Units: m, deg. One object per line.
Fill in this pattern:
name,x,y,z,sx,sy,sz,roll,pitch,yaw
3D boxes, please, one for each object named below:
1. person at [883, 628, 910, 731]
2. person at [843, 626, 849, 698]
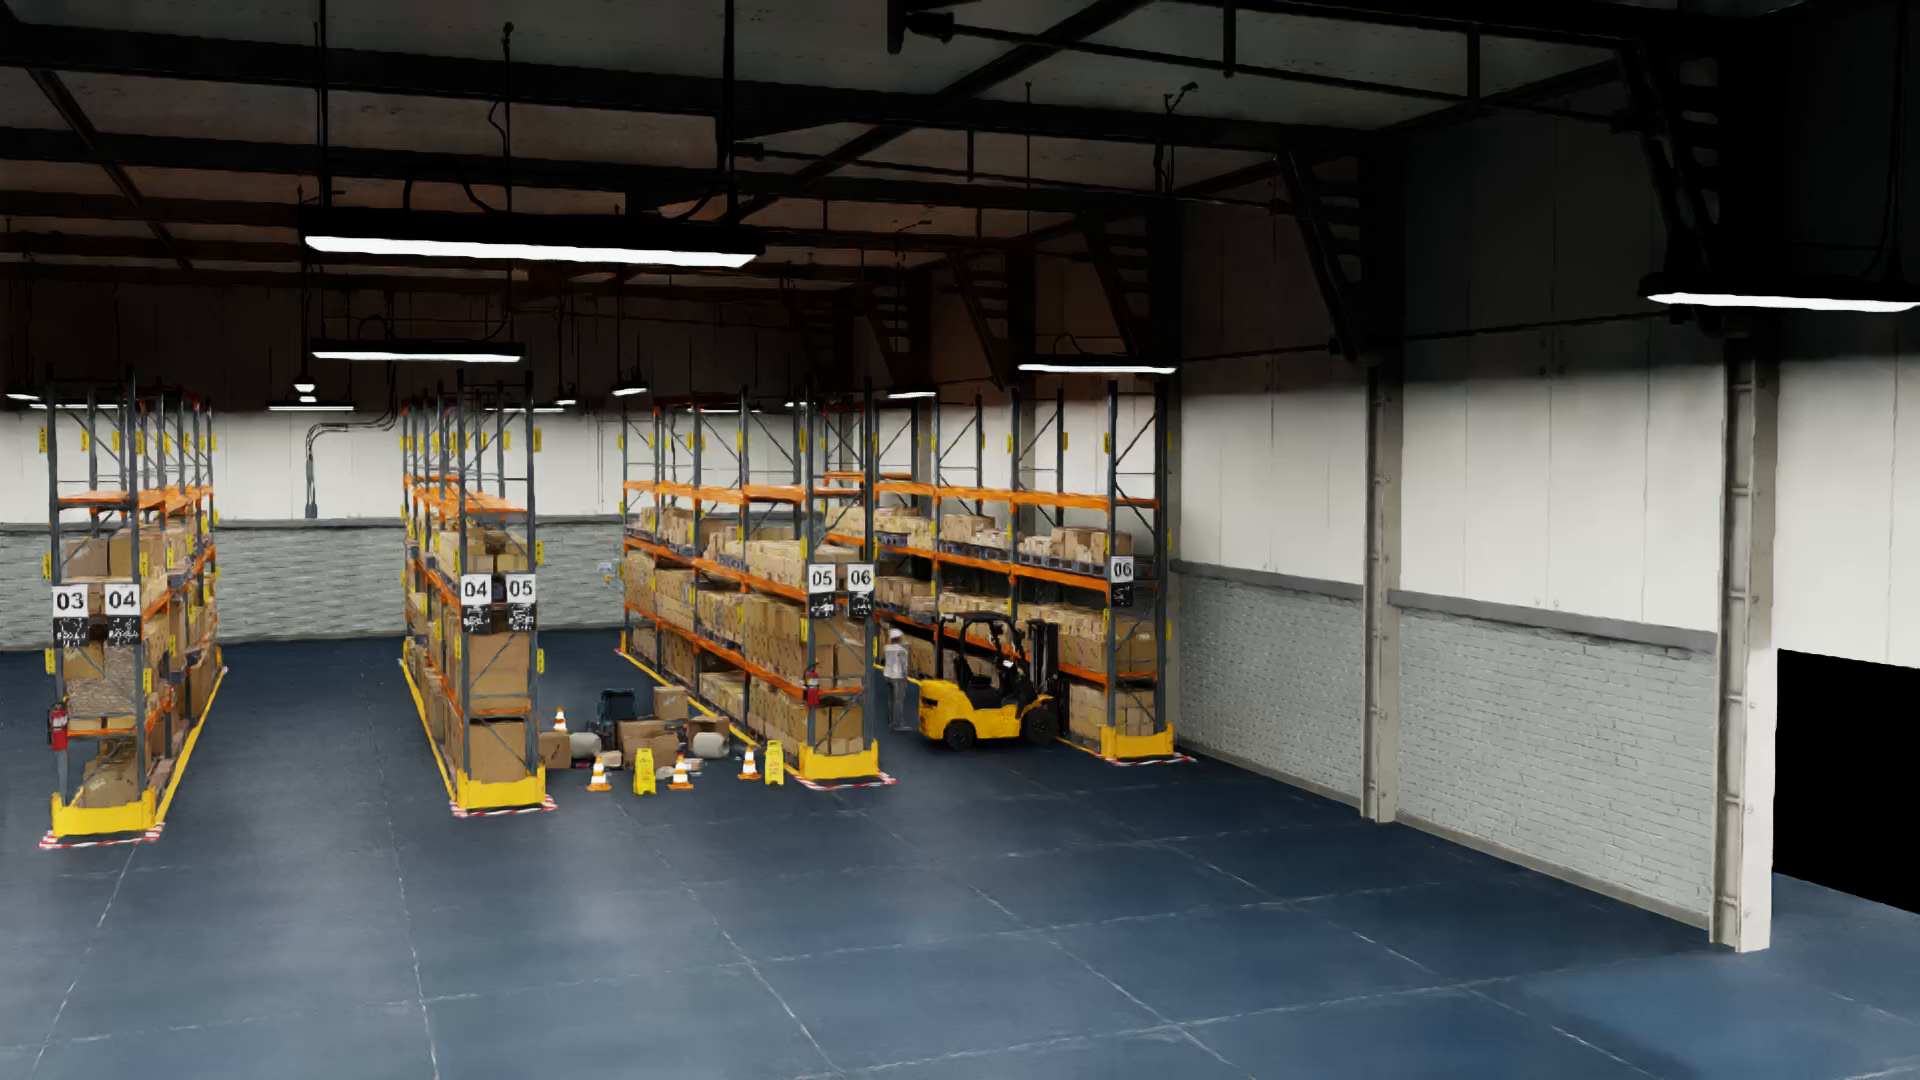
person,-1.079,2.408,28.957,0.446,1.780,0.591,-3,5,-42
person,-2.409,2.274,32.114,0.558,1.668,0.562,1,3,9
